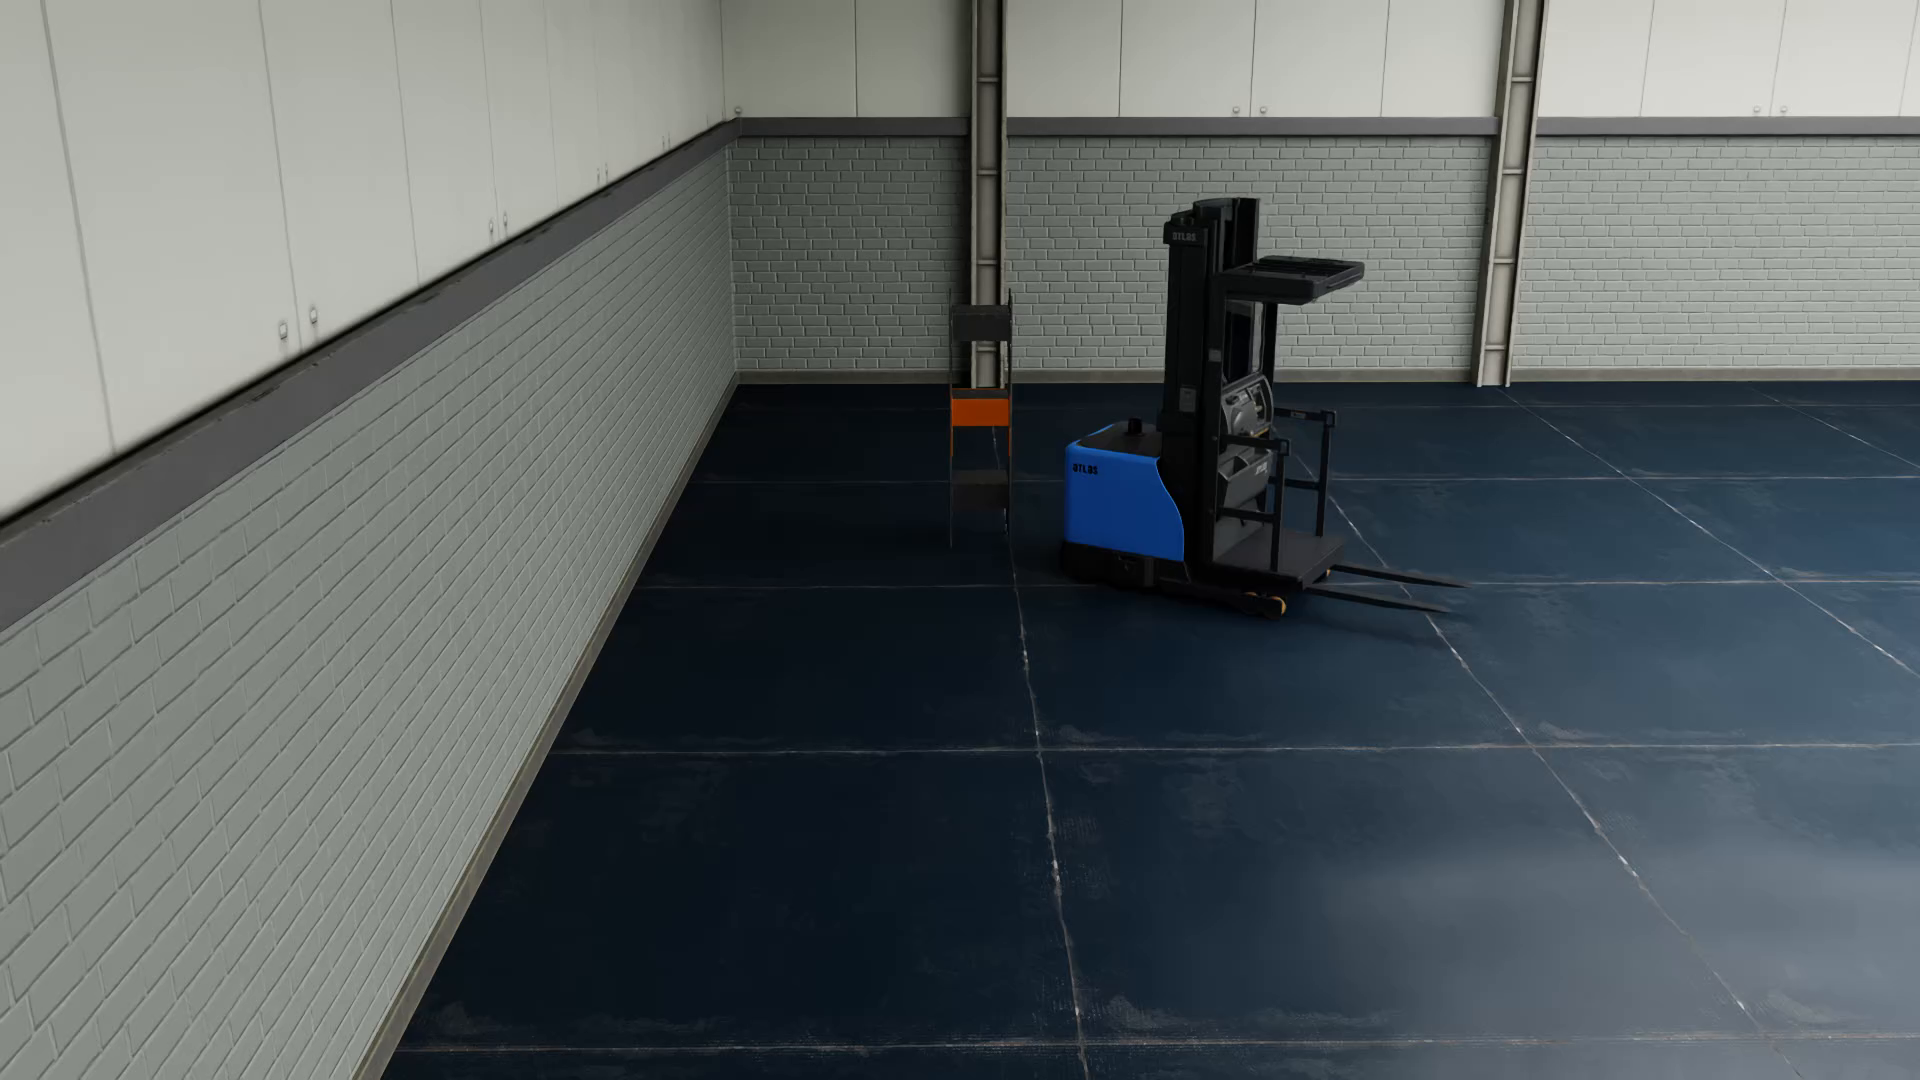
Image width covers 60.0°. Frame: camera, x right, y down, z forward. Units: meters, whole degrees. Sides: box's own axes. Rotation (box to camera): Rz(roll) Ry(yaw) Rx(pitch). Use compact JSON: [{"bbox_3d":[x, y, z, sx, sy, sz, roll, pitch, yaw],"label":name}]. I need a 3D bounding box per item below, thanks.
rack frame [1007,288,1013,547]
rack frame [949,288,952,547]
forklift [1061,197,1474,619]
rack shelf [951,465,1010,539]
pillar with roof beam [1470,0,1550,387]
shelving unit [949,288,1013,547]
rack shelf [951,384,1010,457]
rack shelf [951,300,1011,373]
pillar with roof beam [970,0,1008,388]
[{"bbox_3d":[0.409,-1.002,13.733,0.015,2.100,0.400,0,18,-1],"label":"rack frame"},{"bbox_3d":[-0.078,-0.999,13.726,0.015,2.100,0.400,0,18,-1],"label":"rack frame"},{"bbox_3d":[2.326,-0.999,12.364,3.031,2.935,1.130,10,20,29],"label":"forklift"},{"bbox_3d":[0.166,-0.321,13.947,0.480,0.518,0.431,0,18,-1],"label":"rack shelf"},{"bbox_3d":[6.390,-4.836,14.390,0.400,9.000,9.100,0,18,-1],"label":"pillar with roof beam"},{"bbox_3d":[0.166,-1.001,13.729,0.503,2.100,0.431,0,18,-1],"label":"shelving unit"},{"bbox_3d":[0.166,-0.988,13.733,0.480,0.518,0.431,0,18,-1],"label":"rack shelf"},{"bbox_3d":[0.165,-1.654,13.520,0.480,0.518,0.431,0,18,-1],"label":"rack shelf"},{"bbox_3d":[0.391,-4.807,14.300,0.400,9.000,9.100,0,18,-1],"label":"pillar with roof beam"}]
